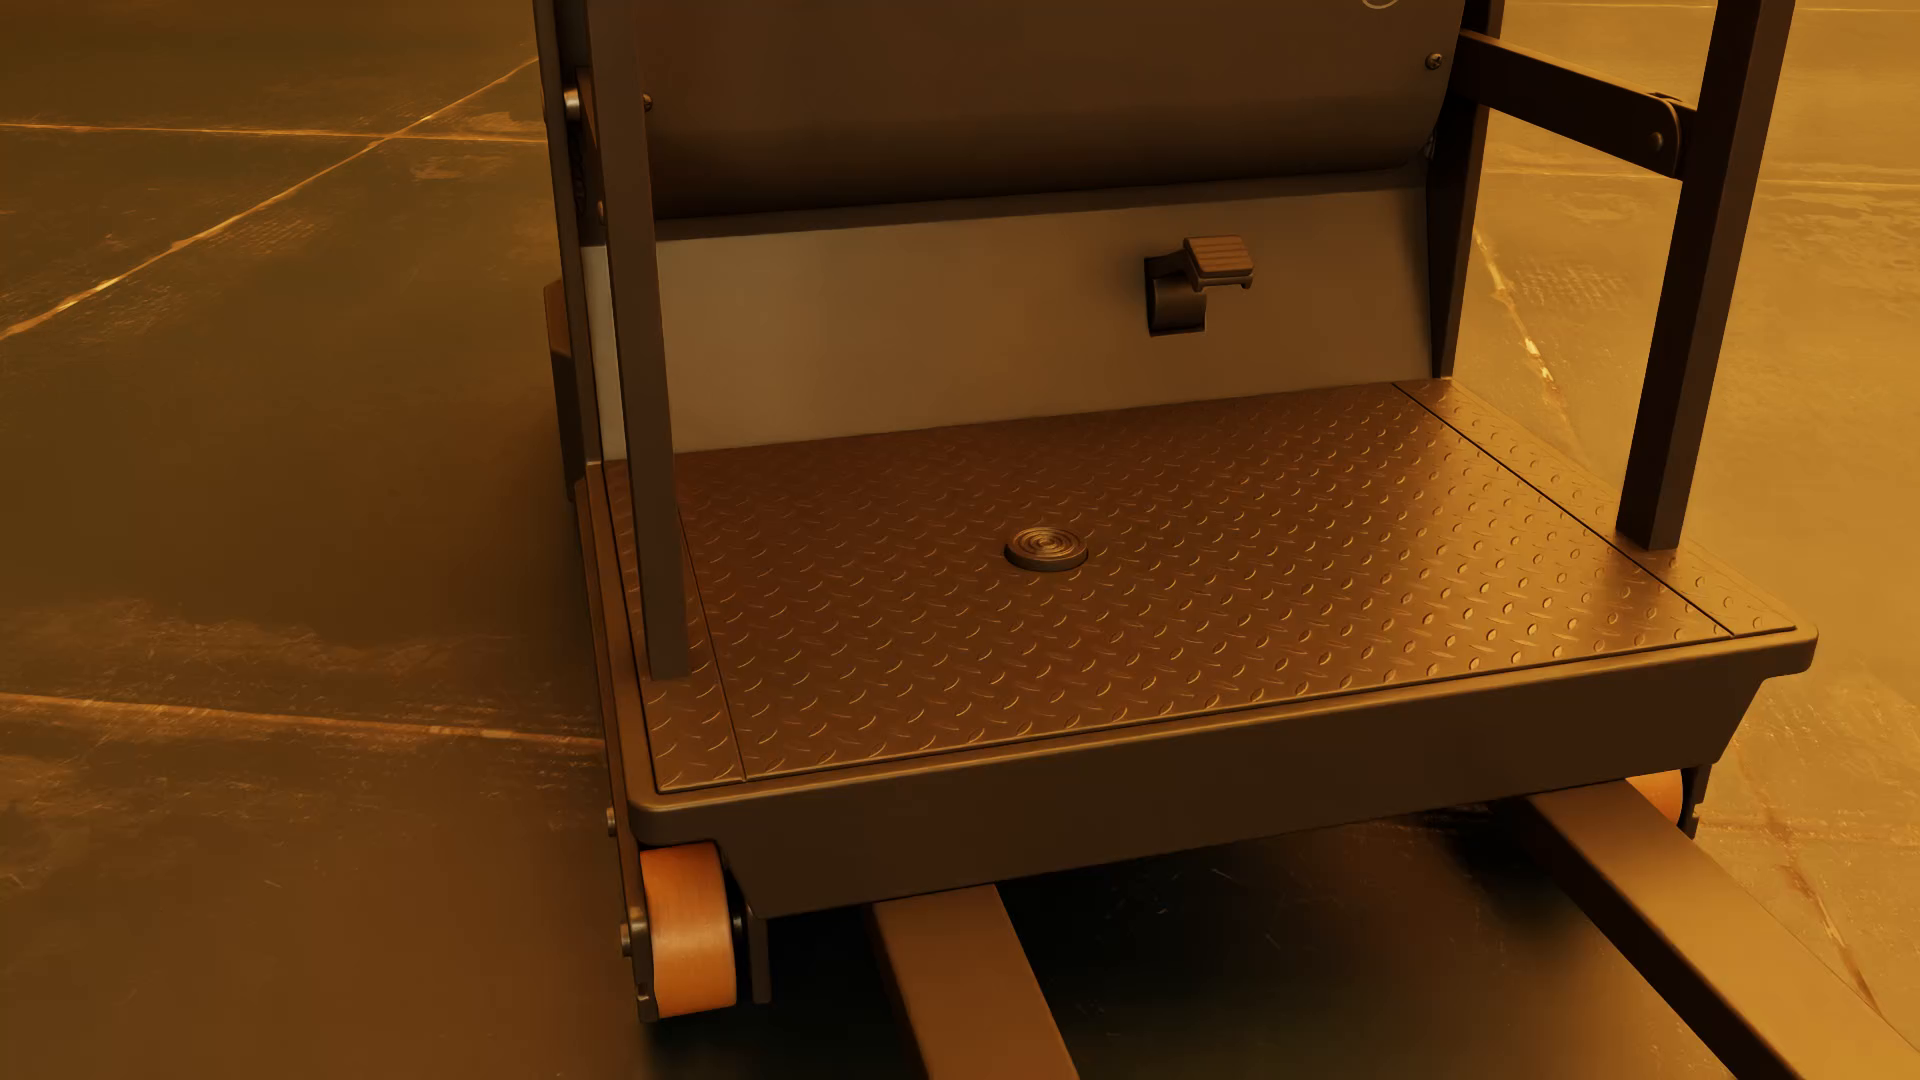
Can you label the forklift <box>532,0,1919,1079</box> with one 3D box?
[{"bbox_3d":[0.153,-1.049,1.319,1.130,2.935,3.031,-7,27,-13],"label":"forklift"}]
